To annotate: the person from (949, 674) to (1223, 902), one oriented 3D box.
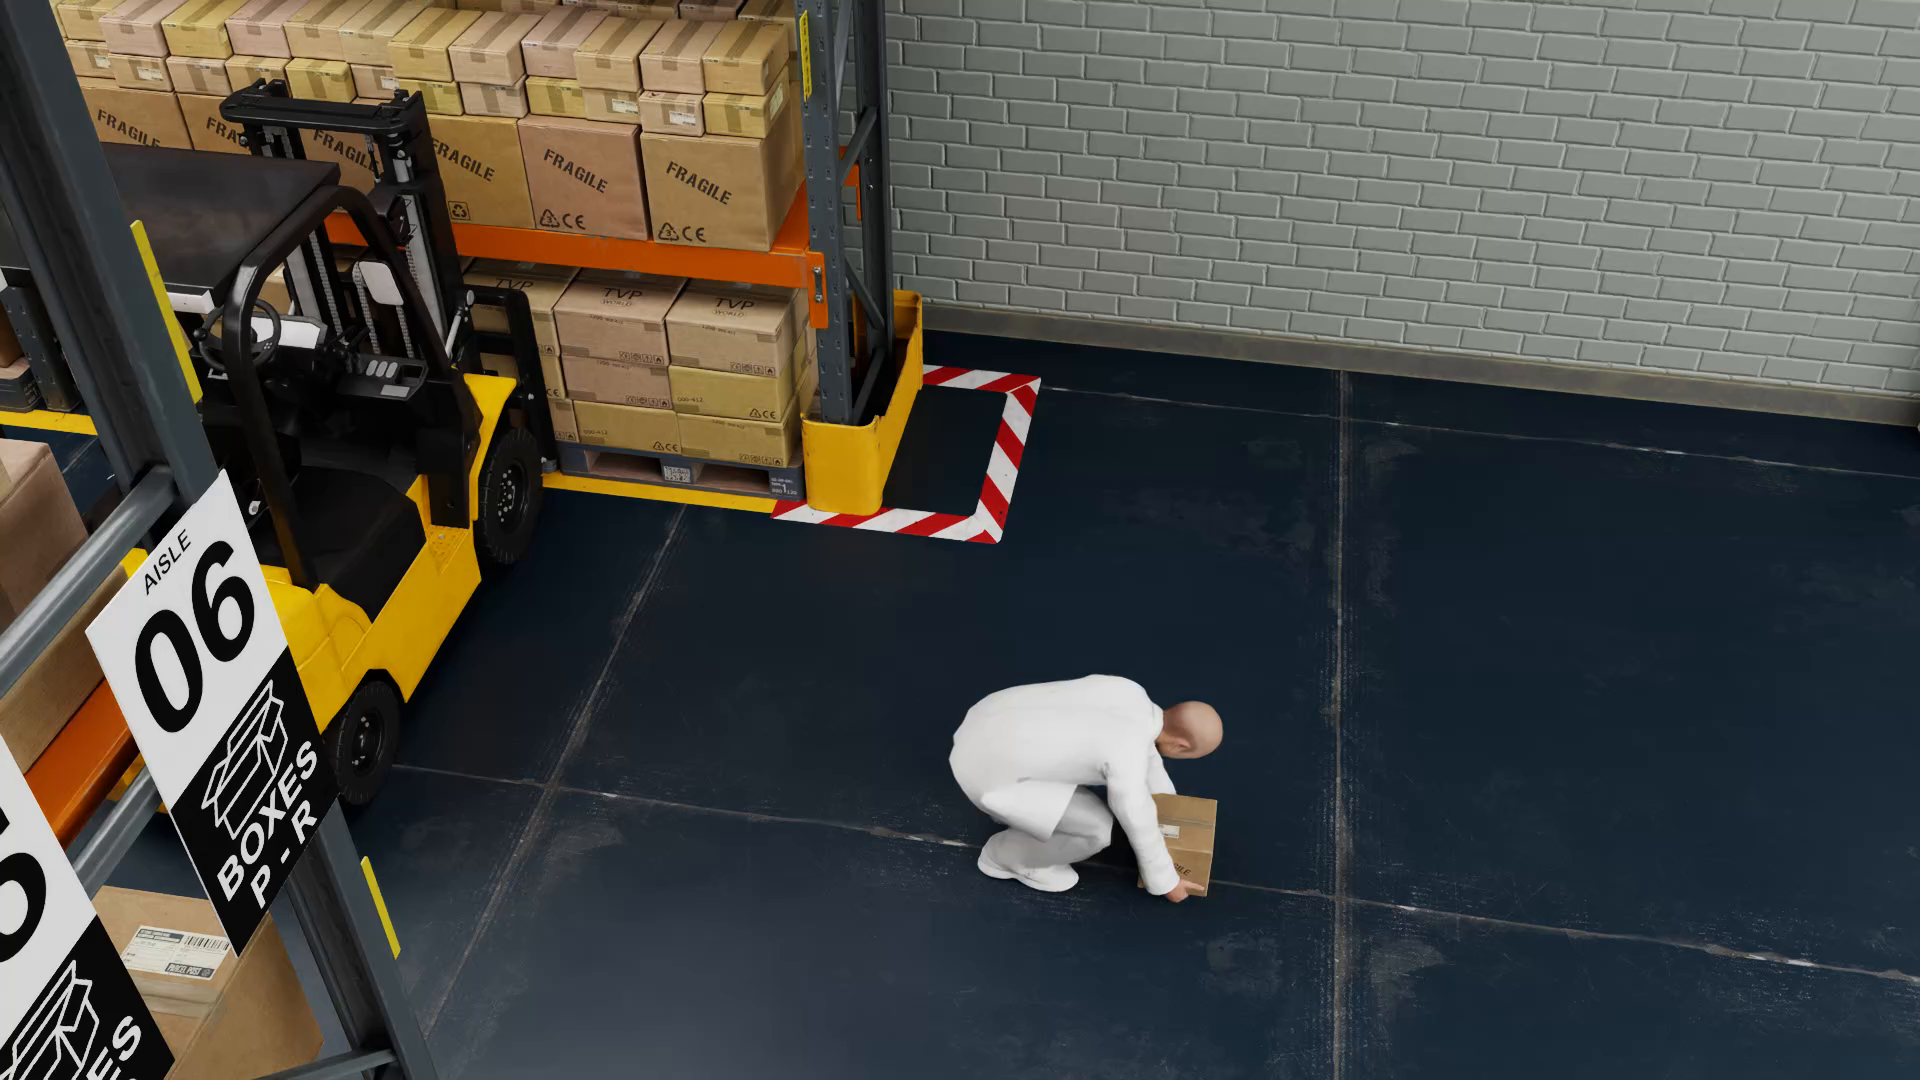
[{"bbox_3d":[0.438,0.867,5.921,0.947,0.806,0.576,6,40,7],"label":"person"}]
